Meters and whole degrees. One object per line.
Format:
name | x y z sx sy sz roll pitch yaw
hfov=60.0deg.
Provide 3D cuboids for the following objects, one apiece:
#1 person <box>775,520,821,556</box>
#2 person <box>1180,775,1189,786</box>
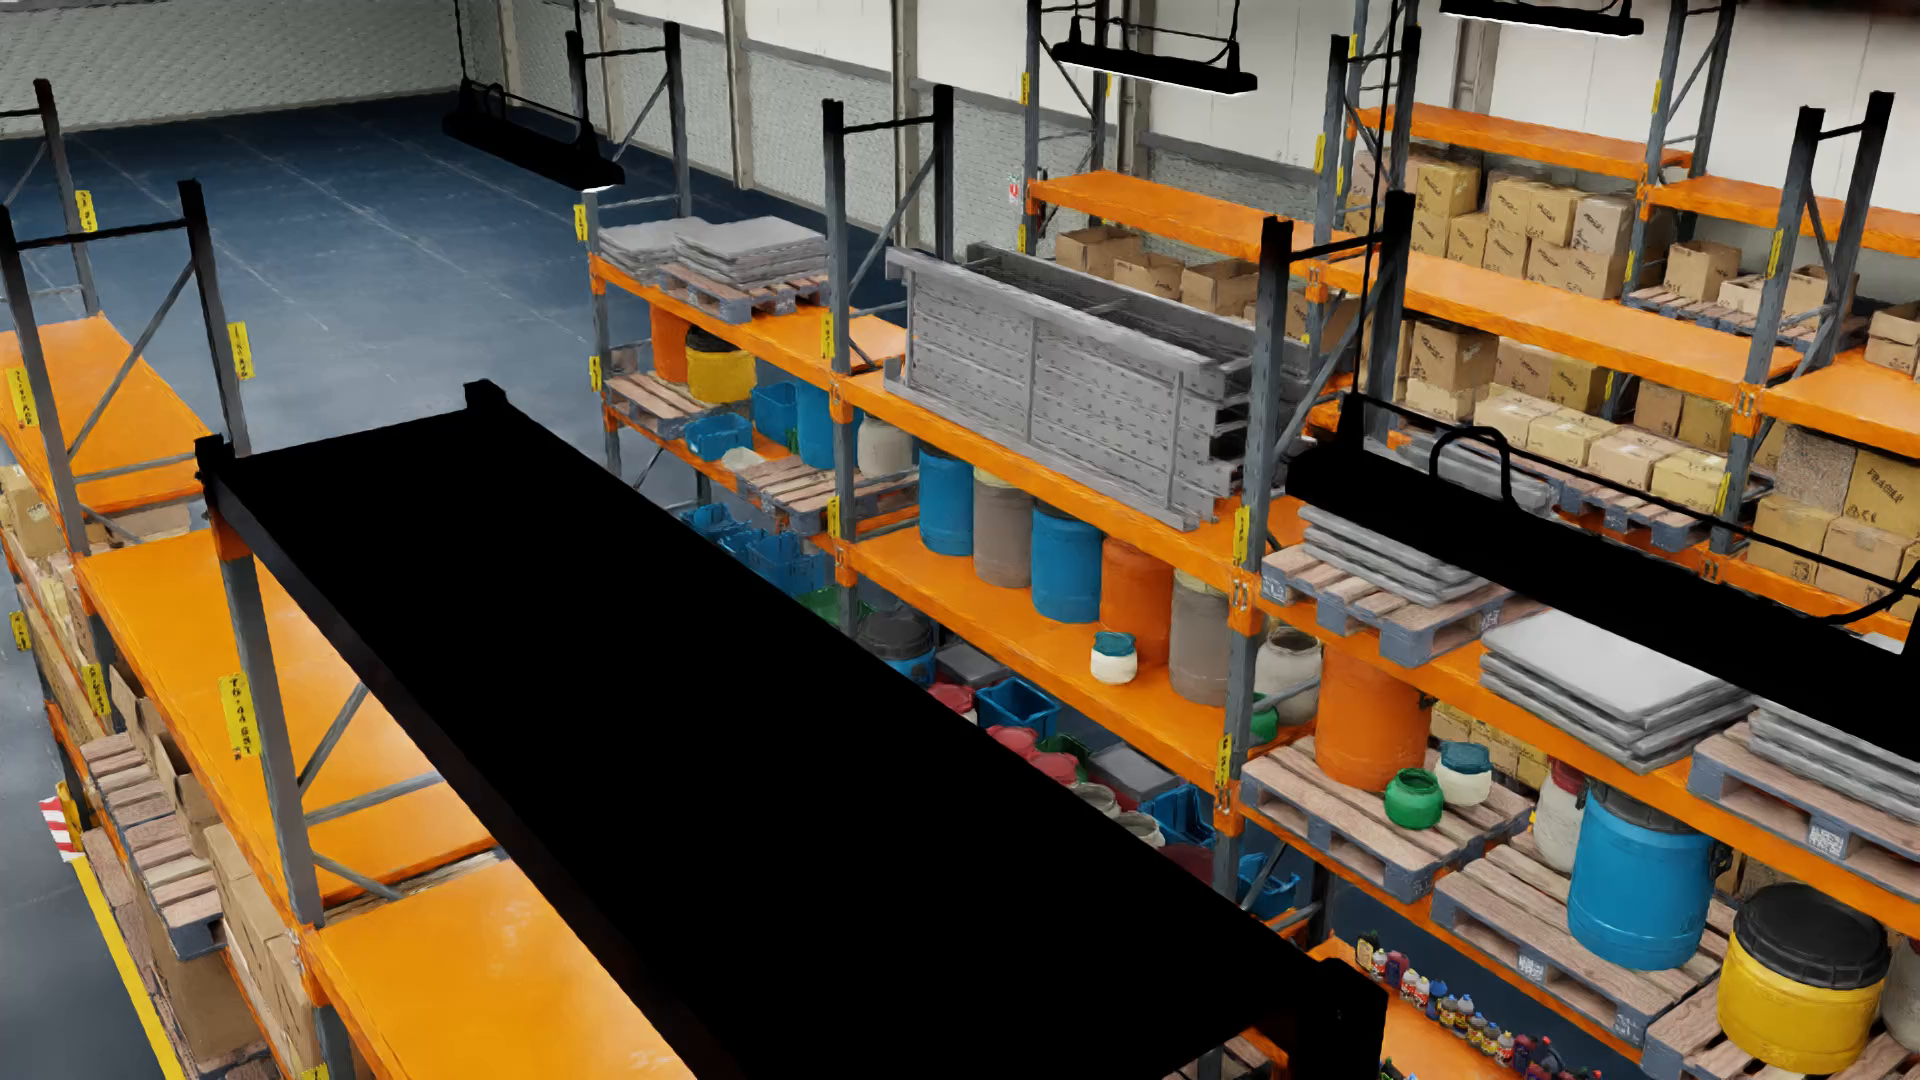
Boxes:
person | -1.666 -0.116 17.118 0.595 1.761 0.475 9 26 19
person | 1.522 2.149 12.476 0.408 1.533 0.961 -12 28 -25
